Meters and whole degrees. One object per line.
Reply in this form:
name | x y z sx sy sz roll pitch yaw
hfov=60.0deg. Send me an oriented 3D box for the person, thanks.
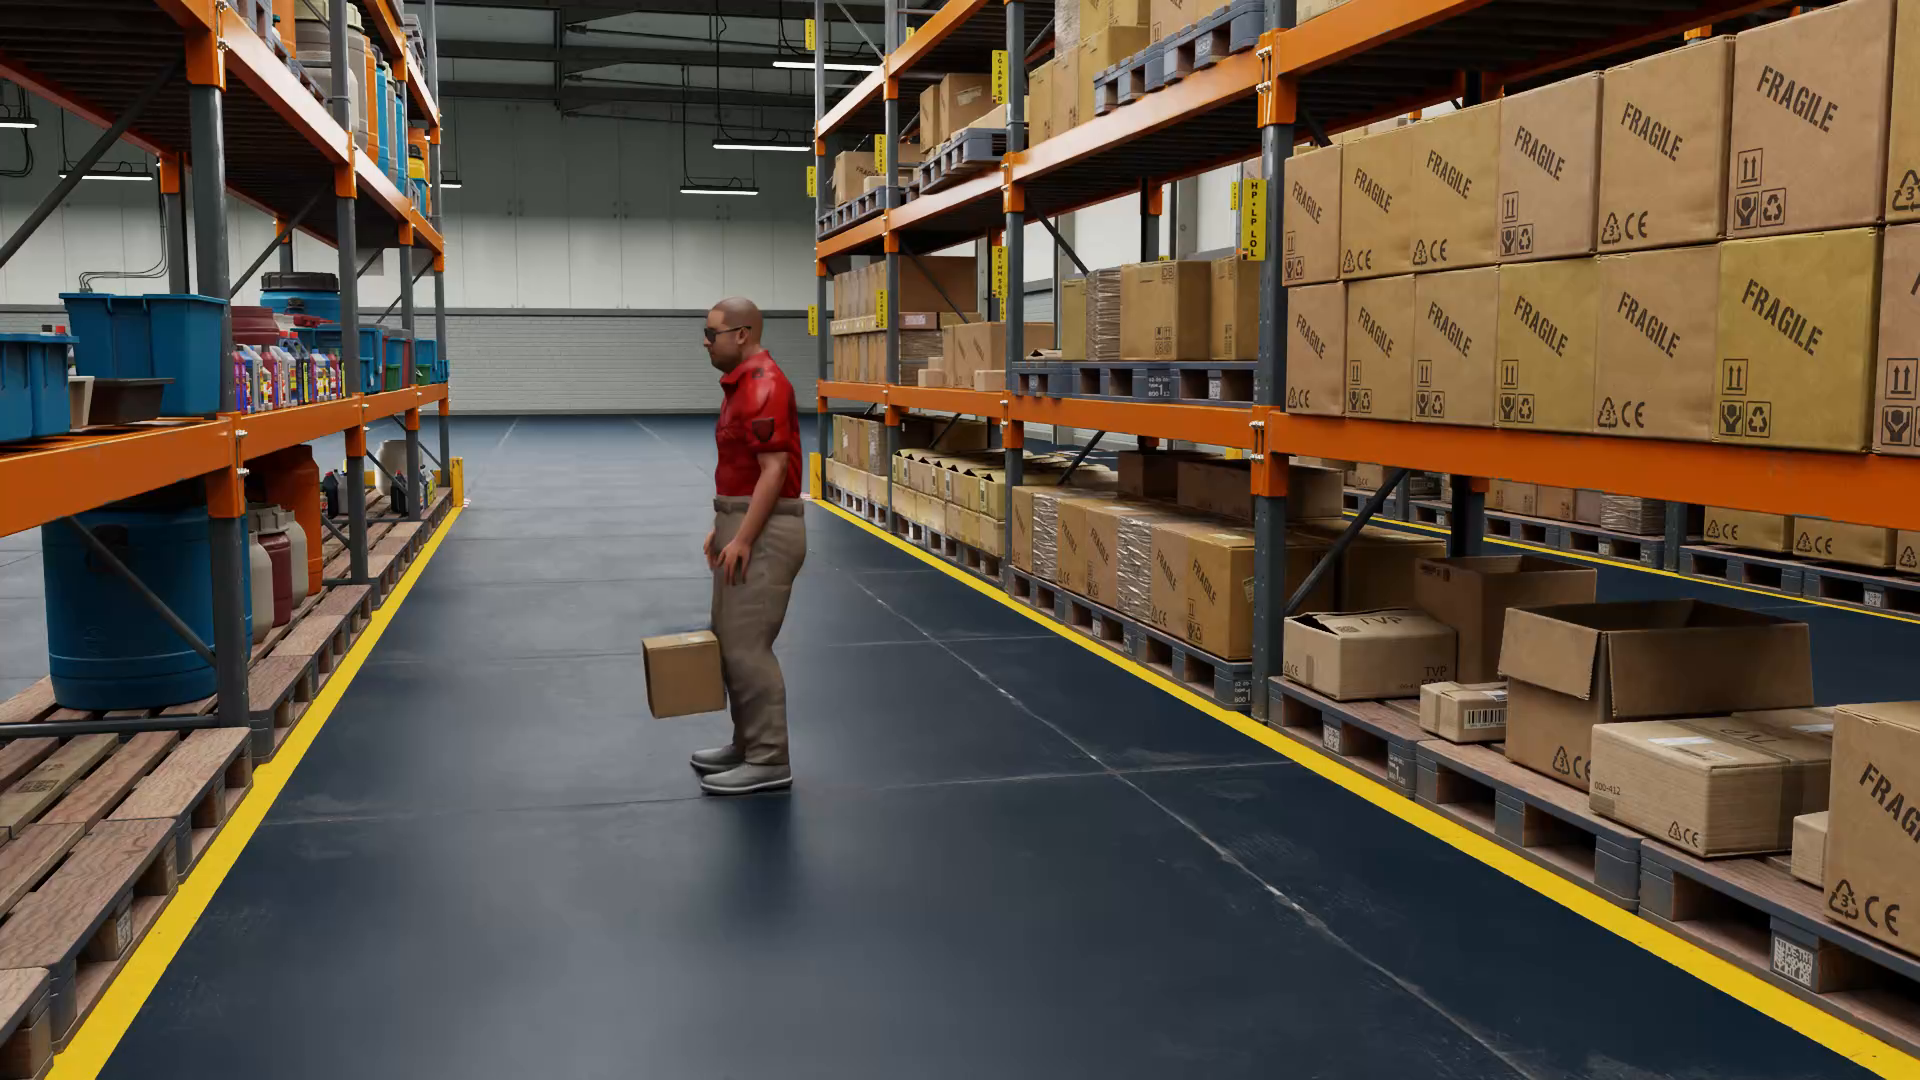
person | -0.761 0.007 5.929 0.388 1.729 0.566 -2 6 -15
